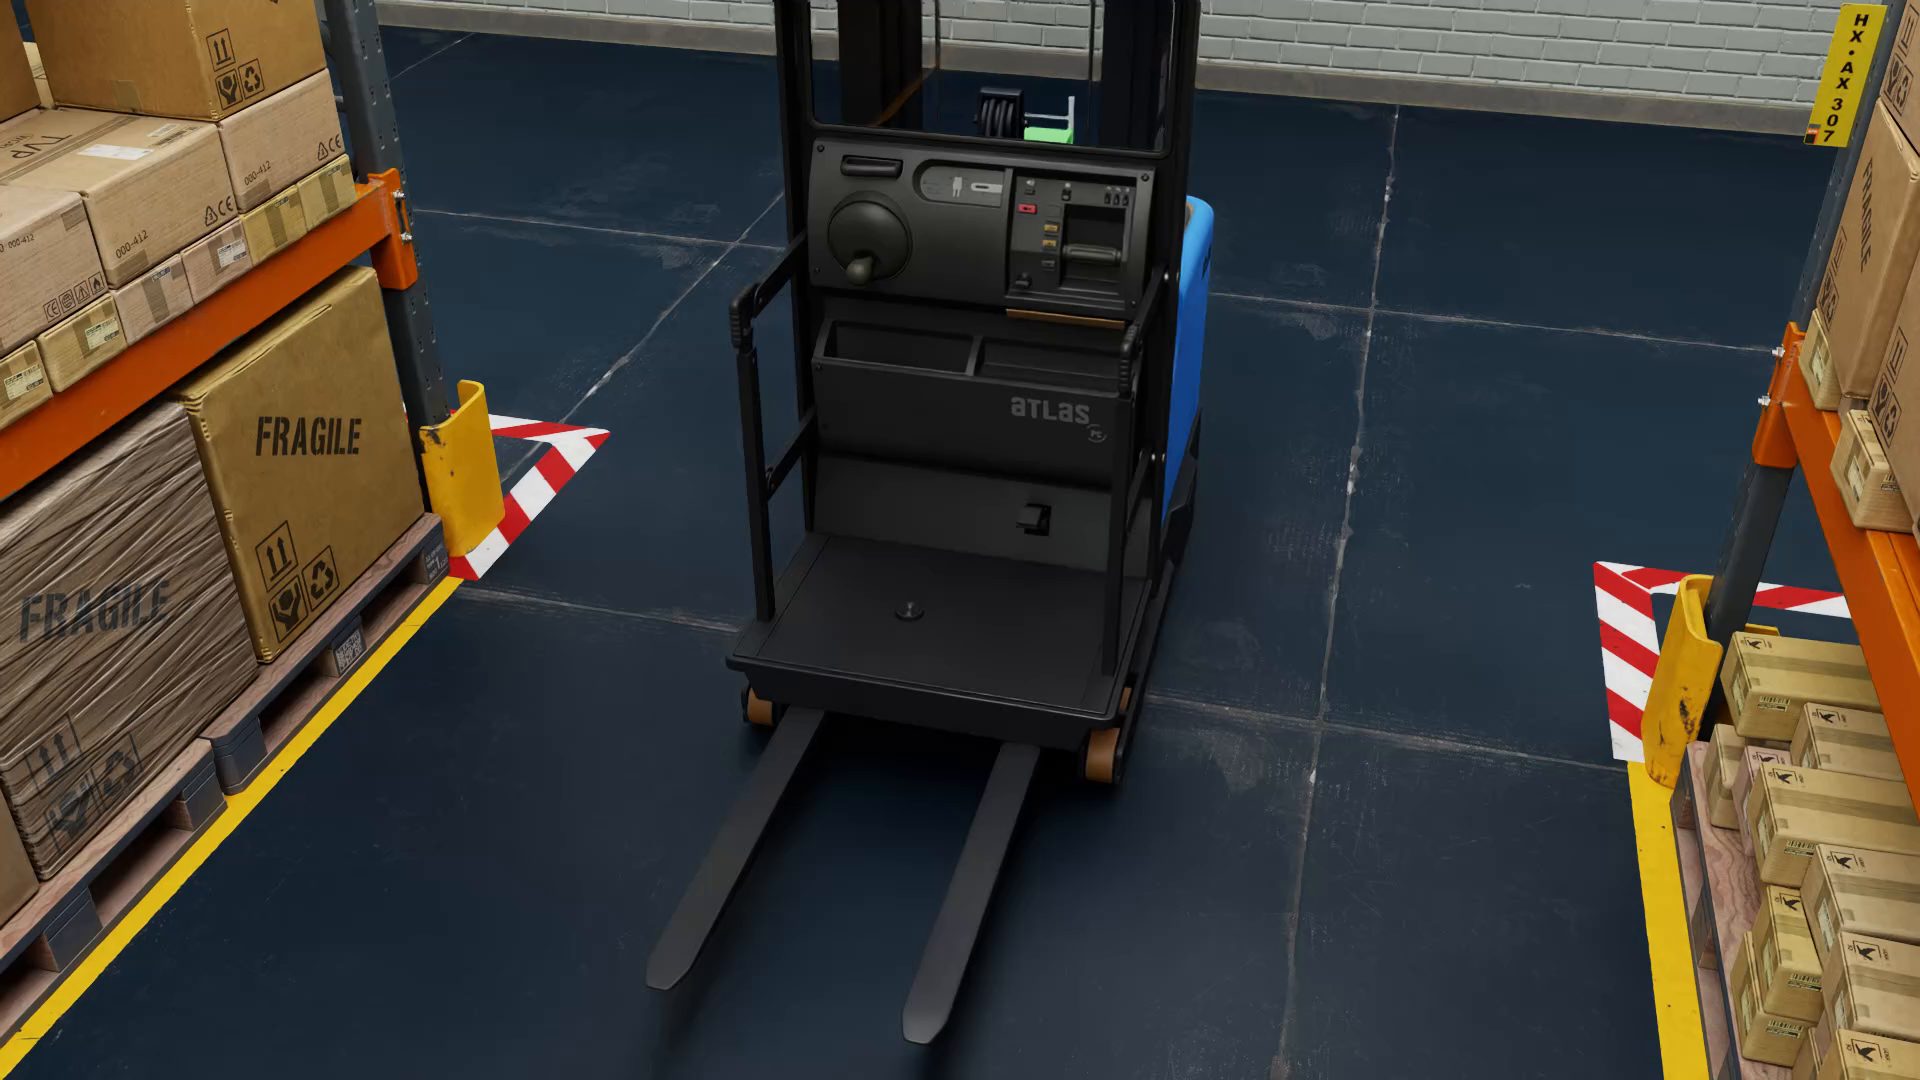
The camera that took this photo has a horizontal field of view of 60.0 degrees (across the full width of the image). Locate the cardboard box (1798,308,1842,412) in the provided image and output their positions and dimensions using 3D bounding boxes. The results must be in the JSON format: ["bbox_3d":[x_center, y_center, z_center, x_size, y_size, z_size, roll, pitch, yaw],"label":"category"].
[{"bbox_3d":[2.162,-0.397,3.812,0.380,0.149,0.250,8,33,12],"label":"cardboard box"}]

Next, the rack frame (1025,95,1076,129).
[{"bbox_3d":[0.304,-1.128,6.407,0.240,1.200,0.015,8,33,12],"label":"rack frame"}]

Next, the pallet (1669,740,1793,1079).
[{"bbox_3d":[2.302,1.007,3.969,1.003,0.211,1.213,8,33,12],"label":"pallet"}]

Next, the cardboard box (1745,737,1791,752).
[{"bbox_3d":[2.180,0.511,4.138,0.380,0.149,0.250,9,34,14],"label":"cardboard box"}]

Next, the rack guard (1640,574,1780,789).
[{"bbox_3d":[2.542,0.468,4.547,1.175,0.500,0.348,8,33,12],"label":"rack guard"}]

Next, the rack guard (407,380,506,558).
[{"bbox_3d":[-2.204,-0.311,5.774,1.175,0.500,0.348,8,33,12],"label":"rack guard"}]

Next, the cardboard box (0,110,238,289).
[{"bbox_3d":[-2.206,-0.865,4.178,0.500,0.250,0.500,7,33,12],"label":"cardboard box"}]

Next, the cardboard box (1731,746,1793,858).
[{"bbox_3d":[2.056,0.646,3.927,0.380,0.149,0.250,8,33,12],"label":"cardboard box"}]

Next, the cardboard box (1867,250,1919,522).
[{"bbox_3d":[2.069,-0.317,3.083,0.500,0.500,0.500,8,33,12],"label":"cardboard box"}]

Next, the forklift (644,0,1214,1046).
[{"bbox_3d":[-0.006,-0.784,4.250,1.130,2.935,3.031,8,33,12],"label":"forklift"}]

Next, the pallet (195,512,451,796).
[{"bbox_3d":[-2.338,0.249,5.162,1.003,0.211,1.213,8,33,12],"label":"pallet"}]

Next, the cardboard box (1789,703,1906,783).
[{"bbox_3d":[2.146,0.534,3.826,0.380,0.149,0.250,9,33,13],"label":"cardboard box"}]

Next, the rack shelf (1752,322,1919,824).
[{"bbox_3d":[2.054,0.715,2.499,1.077,0.370,4.000,8,33,12],"label":"rack shelf"}]

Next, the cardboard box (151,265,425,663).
[{"bbox_3d":[-2.295,-0.291,5.001,0.875,0.875,0.875,8,33,12],"label":"cardboard box"}]

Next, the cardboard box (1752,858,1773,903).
[{"bbox_3d":[2.132,0.775,4.001,0.380,0.149,0.250,8,33,12],"label":"cardboard box"}]

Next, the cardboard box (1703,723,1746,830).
[{"bbox_3d":[2.119,0.628,4.232,0.380,0.149,0.250,9,33,13],"label":"cardboard box"}]

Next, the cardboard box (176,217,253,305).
[{"bbox_3d":[-2.112,-0.752,4.372,0.380,0.149,0.250,8,33,12],"label":"cardboard box"}]

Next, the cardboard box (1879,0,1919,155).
[{"bbox_3d":[2.191,-1.019,3.254,0.500,0.500,0.500,8,33,12],"label":"cardboard box"}]

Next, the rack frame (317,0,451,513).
[{"bbox_3d":[-2.210,-1.354,5.084,1.000,3.000,0.127,8,33,12],"label":"rack frame"}]

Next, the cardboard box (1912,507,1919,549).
[{"bbox_3d":[1.933,-0.065,2.685,0.500,0.500,0.500,8,33,13],"label":"cardboard box"}]

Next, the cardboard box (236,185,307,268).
[{"bbox_3d":[-2.047,-0.883,4.577,0.380,0.149,0.250,8,33,13],"label":"cardboard box"}]

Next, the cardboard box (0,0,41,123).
[{"bbox_3d":[-2.720,-1.261,4.101,0.500,0.500,0.500,7,33,11],"label":"cardboard box"}]

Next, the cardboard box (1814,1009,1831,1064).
[{"bbox_3d":[1.934,1.054,3.285,0.380,0.149,0.250,6,33,10],"label":"cardboard box"}]

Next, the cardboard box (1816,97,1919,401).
[{"bbox_3d":[2.180,-0.598,3.525,0.500,0.500,0.500,10,34,15],"label":"cardboard box"}]

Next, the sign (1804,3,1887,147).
[{"bbox_3d":[2.037,-1.065,3.823,0.100,0.325,0.005,8,33,12],"label":"sign"}]

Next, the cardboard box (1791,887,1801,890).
[{"bbox_3d":[2.080,0.785,3.708,0.380,0.149,0.250,8,33,13],"label":"cardboard box"}]

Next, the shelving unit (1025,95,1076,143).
[{"bbox_3d":[0.242,-1.002,6.207,0.258,1.200,0.503,8,33,12],"label":"shelving unit"}]

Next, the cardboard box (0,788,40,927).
[{"bbox_3d":[-2.752,0.643,3.532,0.875,0.875,0.875,8,33,12],"label":"cardboard box"}]

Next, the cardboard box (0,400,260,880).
[{"bbox_3d":[-2.526,0.181,4.259,0.875,0.875,0.875,8,33,12],"label":"cardboard box"}]

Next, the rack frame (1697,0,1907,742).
[{"bbox_3d":[2.562,-0.626,3.939,1.000,3.000,0.127,8,33,12],"label":"rack frame"}]

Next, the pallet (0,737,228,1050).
[{"bbox_3d":[-2.649,0.880,4.170,1.003,0.211,1.213,8,33,12],"label":"pallet"}]

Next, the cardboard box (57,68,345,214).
[{"bbox_3d":[-2.077,-1.128,4.592,0.500,0.250,0.500,7,33,12],"label":"cardboard box"}]

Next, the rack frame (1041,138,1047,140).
[{"bbox_3d":[0.180,-0.875,6.008,0.240,1.200,0.015,8,33,12],"label":"rack frame"}]

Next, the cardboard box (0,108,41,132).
[{"bbox_3d":[-2.719,-0.933,4.284,0.500,0.250,0.500,8,33,12],"label":"cardboard box"}]

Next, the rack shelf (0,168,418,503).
[{"bbox_3d":[-2.718,-0.012,3.644,1.077,0.370,4.000,8,33,12],"label":"rack shelf"}]

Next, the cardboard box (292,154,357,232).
[{"bbox_3d":[-1.982,-1.018,4.790,0.380,0.149,0.250,9,33,13],"label":"cardboard box"}]

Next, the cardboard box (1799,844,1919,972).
[{"bbox_3d":[1.976,0.787,3.427,0.380,0.149,0.250,6,33,10],"label":"cardboard box"}]

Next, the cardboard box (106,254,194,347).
[{"bbox_3d":[-2.176,-0.623,4.168,0.380,0.149,0.250,9,33,13],"label":"cardboard box"}]

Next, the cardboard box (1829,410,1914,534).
[{"bbox_3d":[2.018,-0.127,3.387,0.380,0.149,0.250,7,33,11],"label":"cardboard box"}]

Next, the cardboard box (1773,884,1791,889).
[{"bbox_3d":[2.075,0.905,3.797,0.380,0.149,0.250,8,33,13],"label":"cardboard box"}]

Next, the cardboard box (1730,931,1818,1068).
[{"bbox_3d":[1.905,1.023,3.611,0.380,0.149,0.250,8,33,13],"label":"cardboard box"}]

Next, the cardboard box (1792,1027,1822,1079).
[{"bbox_3d":[1.932,1.168,3.383,0.380,0.149,0.250,8,33,12],"label":"cardboard box"}]

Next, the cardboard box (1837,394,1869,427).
[{"bbox_3d":[2.138,-0.259,3.595,0.380,0.149,0.250,9,34,14],"label":"cardboard box"}]

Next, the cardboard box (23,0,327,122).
[{"bbox_3d":[-2.080,-1.444,4.389,0.500,0.500,0.500,8,33,13],"label":"cardboard box"}]

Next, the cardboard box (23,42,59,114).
[{"bbox_3d":[-2.593,-1.204,4.710,0.500,0.250,0.500,7,33,11],"label":"cardboard box"}]

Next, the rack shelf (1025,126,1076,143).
[{"bbox_3d":[0.242,-1.353,5.984,0.258,0.148,0.480,8,33,12],"label":"rack shelf"}]

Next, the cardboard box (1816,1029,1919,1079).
[{"bbox_3d":[1.785,1.060,2.998,0.380,0.149,0.250,9,33,13],"label":"cardboard box"}]

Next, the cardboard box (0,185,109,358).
[{"bbox_3d":[-2.335,-0.601,3.762,0.500,0.250,0.500,7,33,11],"label":"cardboard box"}]

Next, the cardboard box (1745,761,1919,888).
[{"bbox_3d":[1.959,0.647,3.647,0.380,0.149,0.250,8,33,12],"label":"cardboard box"}]

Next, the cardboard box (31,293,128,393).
[{"bbox_3d":[-2.240,-0.488,3.956,0.380,0.149,0.250,7,33,11],"label":"cardboard box"}]

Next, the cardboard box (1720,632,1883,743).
[{"bbox_3d":[2.100,0.374,4.076,0.380,0.149,0.250,7,33,10],"label":"cardboard box"}]

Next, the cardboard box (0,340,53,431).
[{"bbox_3d":[-2.305,-0.353,3.744,0.380,0.149,0.250,8,33,13],"label":"cardboard box"}]

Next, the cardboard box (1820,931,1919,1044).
[{"bbox_3d":[1.896,0.930,3.203,0.380,0.149,0.250,9,34,14],"label":"cardboard box"}]

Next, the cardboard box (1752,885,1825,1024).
[{"bbox_3d":[1.910,0.903,3.522,0.380,0.149,0.250,9,34,14],"label":"cardboard box"}]
